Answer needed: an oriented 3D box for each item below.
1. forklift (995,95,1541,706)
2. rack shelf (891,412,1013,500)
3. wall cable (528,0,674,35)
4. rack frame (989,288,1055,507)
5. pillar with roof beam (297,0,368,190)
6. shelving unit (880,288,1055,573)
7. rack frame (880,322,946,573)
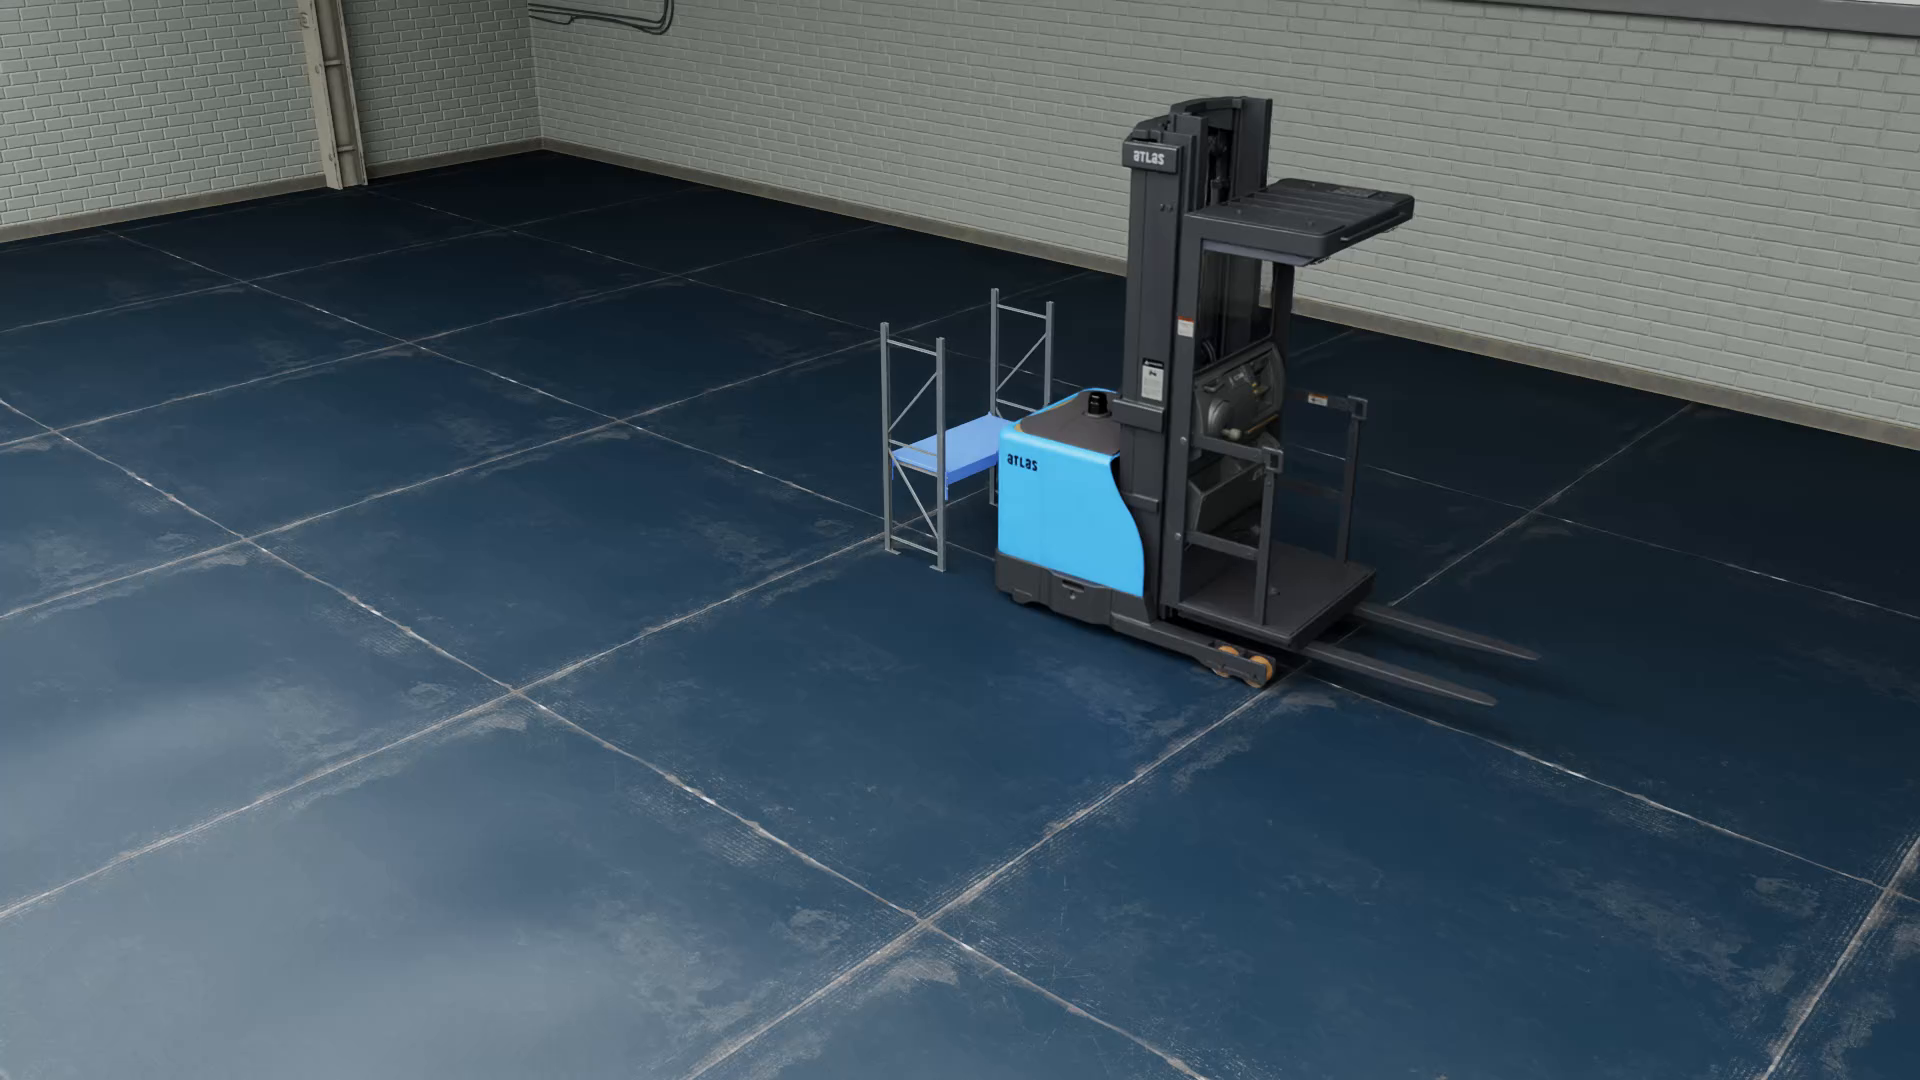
[{"bbox_3d":[1.686,-0.788,8.924,3.031,2.935,1.130,17,29,34],"label":"forklift"},{"bbox_3d":[0.057,-0.546,10.575,0.538,0.185,1.000,20,31,38],"label":"rack shelf"},{"bbox_3d":[-4.607,-7.602,20.501,3.097,2.526,0.112,20,31,38],"label":"wall cable"},{"bbox_3d":[0.396,-0.865,10.847,0.500,1.500,0.032,20,31,38],"label":"rack frame"},{"bbox_3d":[-4.352,-7.307,16.048,9.100,9.000,0.400,20,31,38],"label":"pillar with roof beam"},{"bbox_3d":[0.057,-0.710,10.501,0.538,1.500,1.048,20,31,38],"label":"shelving unit"},{"bbox_3d":[-0.282,-0.555,10.156,0.500,1.500,0.032,20,31,38],"label":"rack frame"}]
